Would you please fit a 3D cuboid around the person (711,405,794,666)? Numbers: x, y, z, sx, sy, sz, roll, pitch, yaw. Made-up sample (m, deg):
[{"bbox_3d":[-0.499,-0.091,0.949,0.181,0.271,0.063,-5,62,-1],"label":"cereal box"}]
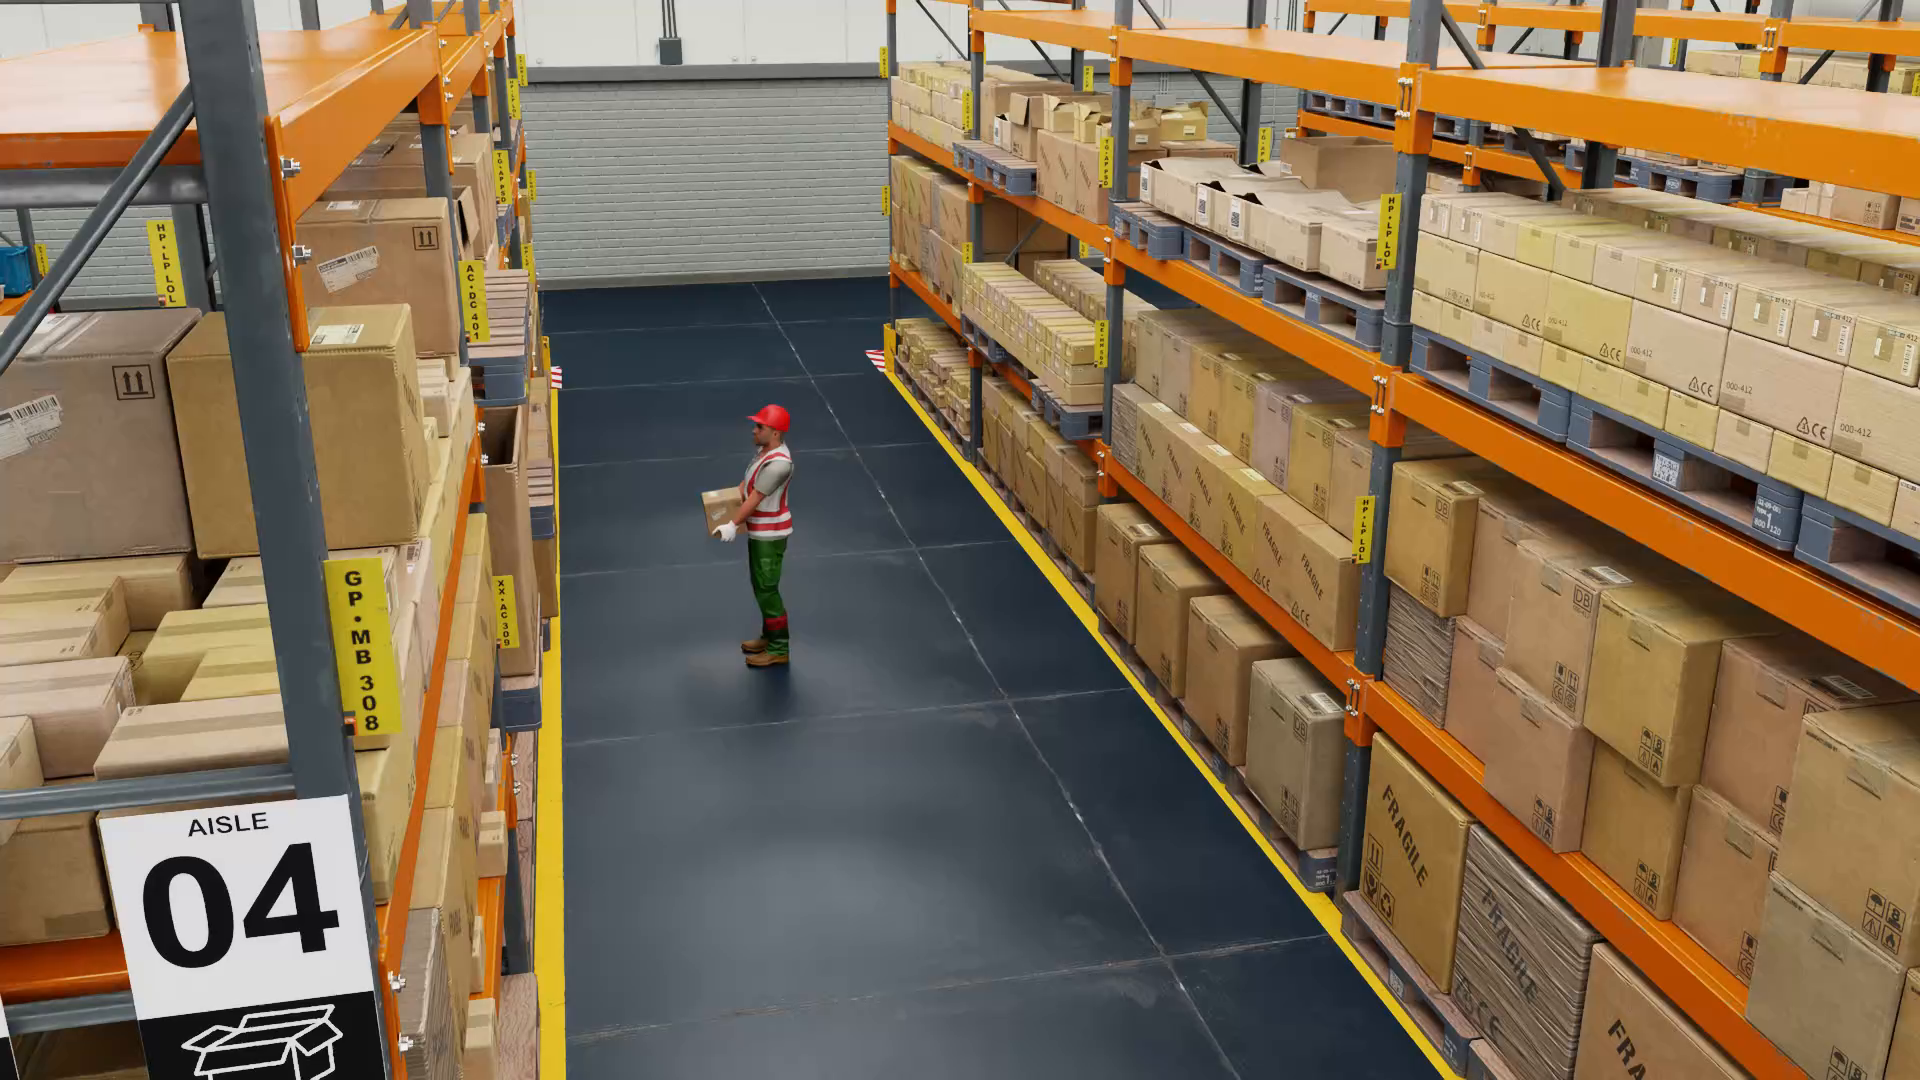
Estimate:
[{"bbox_3d":[-1.387,-0.031,11.131,0.560,1.782,0.494,-4,20,-11],"label":"person"}]
